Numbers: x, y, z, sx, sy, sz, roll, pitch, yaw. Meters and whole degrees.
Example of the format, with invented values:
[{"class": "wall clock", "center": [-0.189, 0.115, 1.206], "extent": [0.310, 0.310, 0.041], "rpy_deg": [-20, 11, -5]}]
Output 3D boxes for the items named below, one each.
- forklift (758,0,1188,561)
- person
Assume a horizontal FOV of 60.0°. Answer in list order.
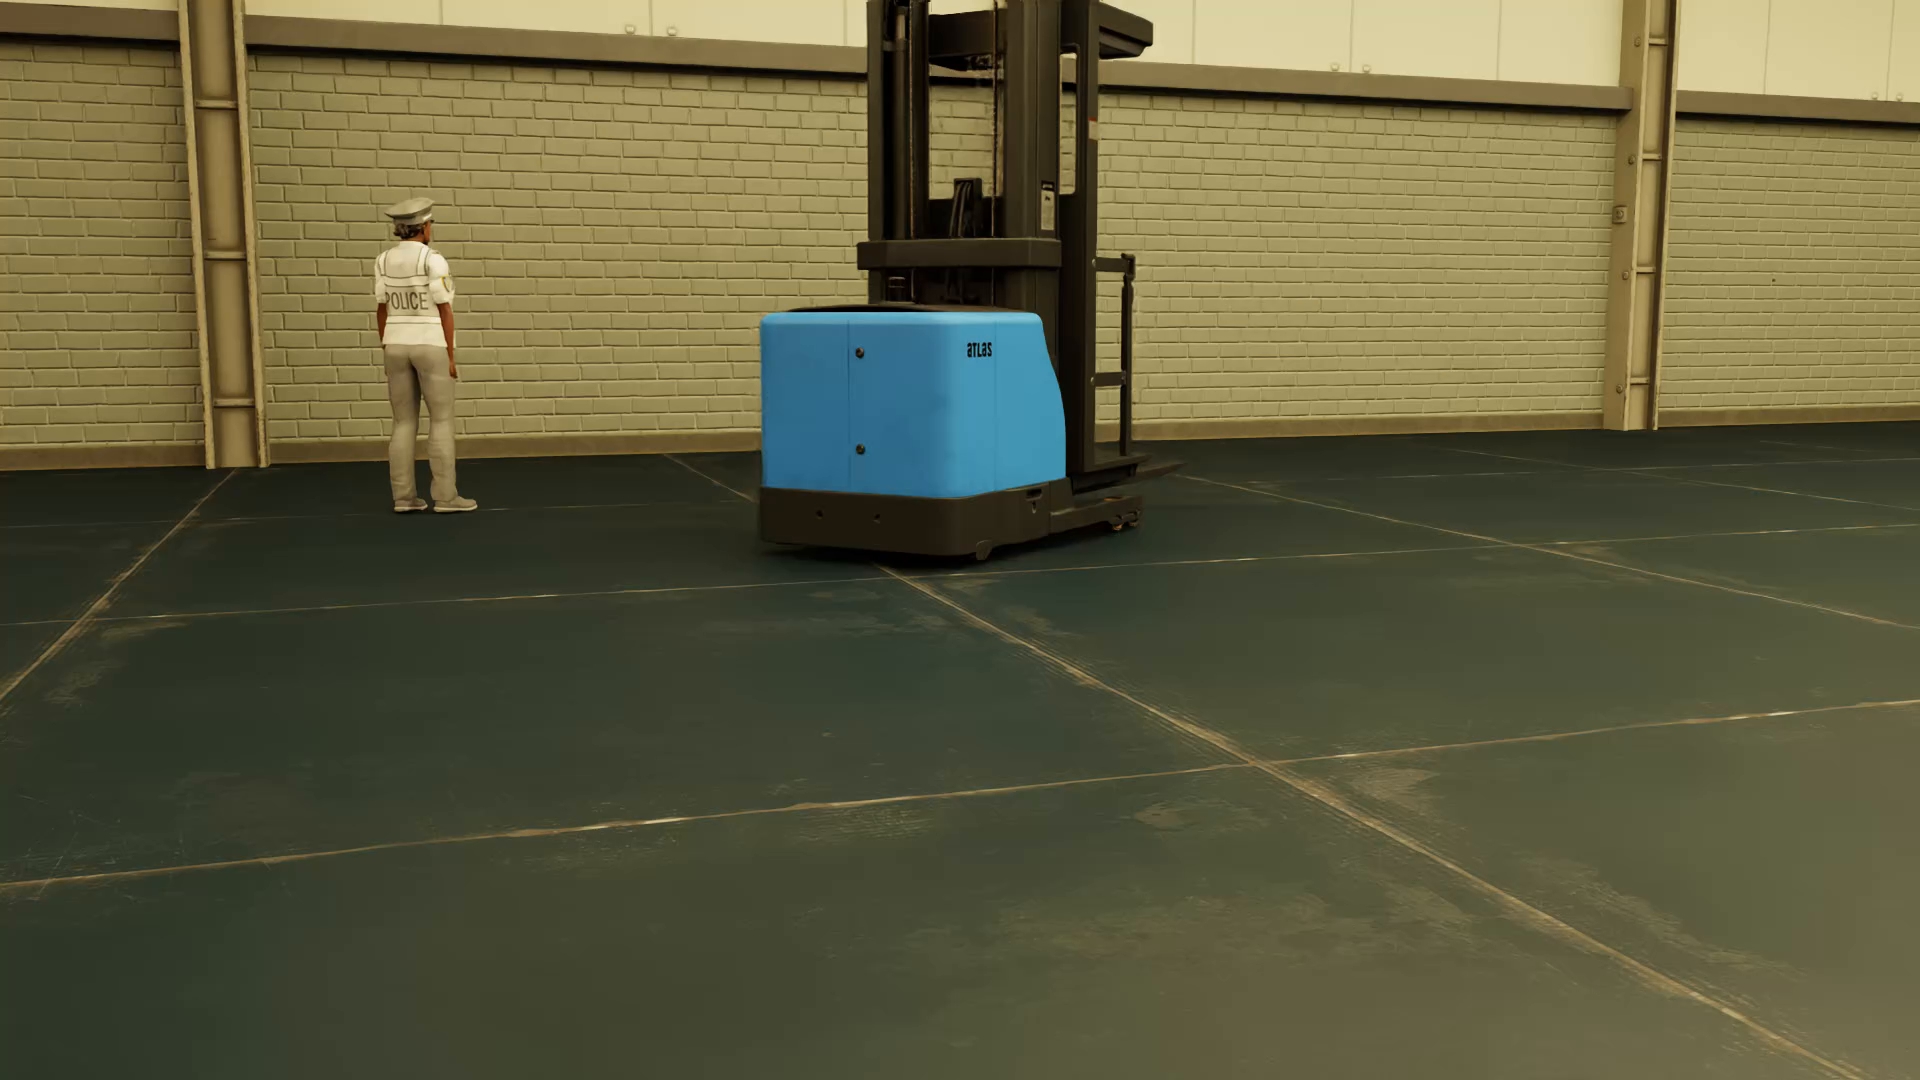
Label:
[{"class": "forklift", "center": [0.271, -1.522, 8.235], "extent": [1.130, 2.935, 3.031], "rpy_deg": [4, 9, 29]}, {"class": "person", "center": [-2.896, -0.989, 8.956], "extent": [0.448, 1.689, 0.343], "rpy_deg": [2, 8, 12]}]
